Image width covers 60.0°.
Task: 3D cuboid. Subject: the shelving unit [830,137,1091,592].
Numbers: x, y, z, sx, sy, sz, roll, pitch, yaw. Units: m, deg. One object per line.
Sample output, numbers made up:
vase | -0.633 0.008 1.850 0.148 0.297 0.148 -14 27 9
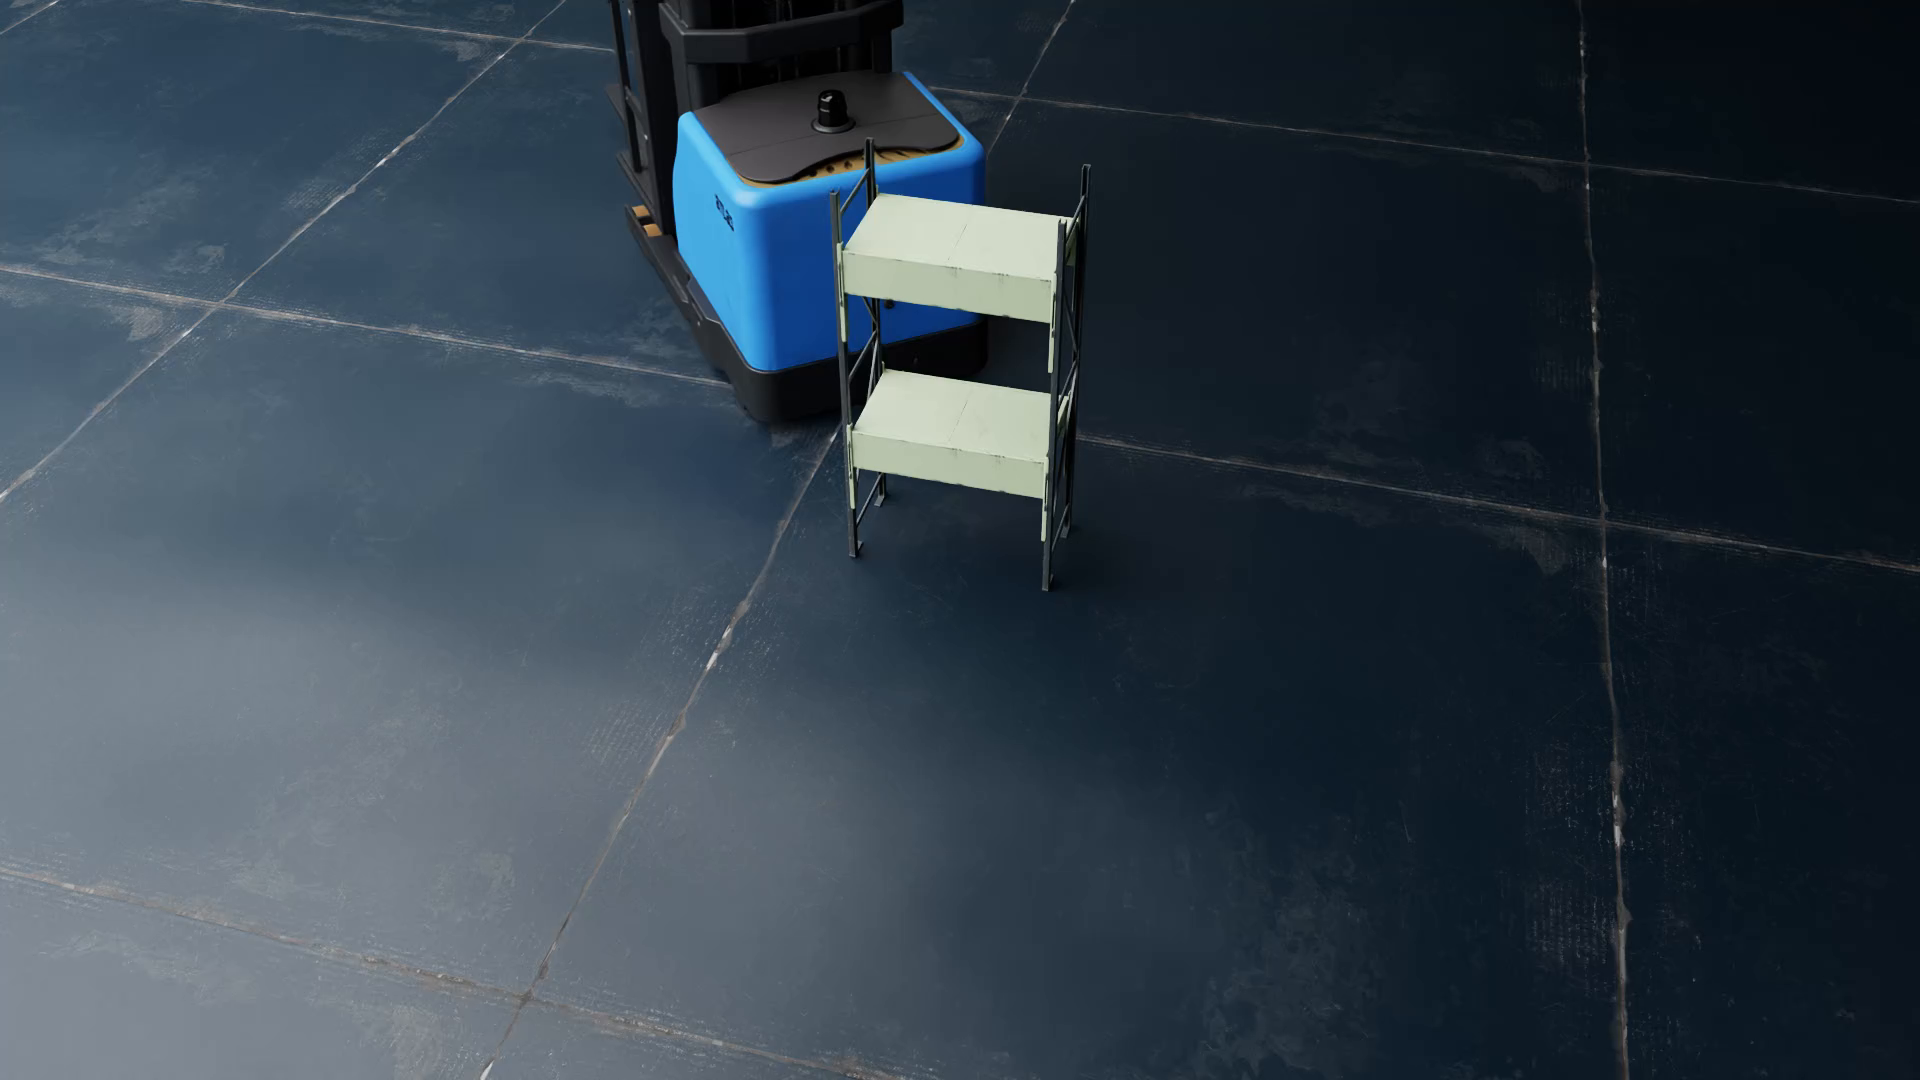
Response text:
shelving unit | 0.006 -0.573 5.766 0.755 1.500 0.431 10 41 11

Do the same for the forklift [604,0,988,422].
forklift | -0.945 -2.545 7.001 1.130 2.935 3.031 -16 43 -18

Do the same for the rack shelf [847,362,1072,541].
rack shelf | 0.006 -0.324 5.976 0.720 0.370 0.431 10 41 11

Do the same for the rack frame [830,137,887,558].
rack frame | -0.347 -0.634 5.839 0.023 1.500 0.400 10 41 11

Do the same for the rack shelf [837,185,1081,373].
rack shelf | 0.006 -0.872 5.515 0.720 0.370 0.431 10 41 11

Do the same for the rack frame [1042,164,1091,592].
rack frame | 0.360 -0.512 5.694 0.023 1.500 0.400 10 41 11
